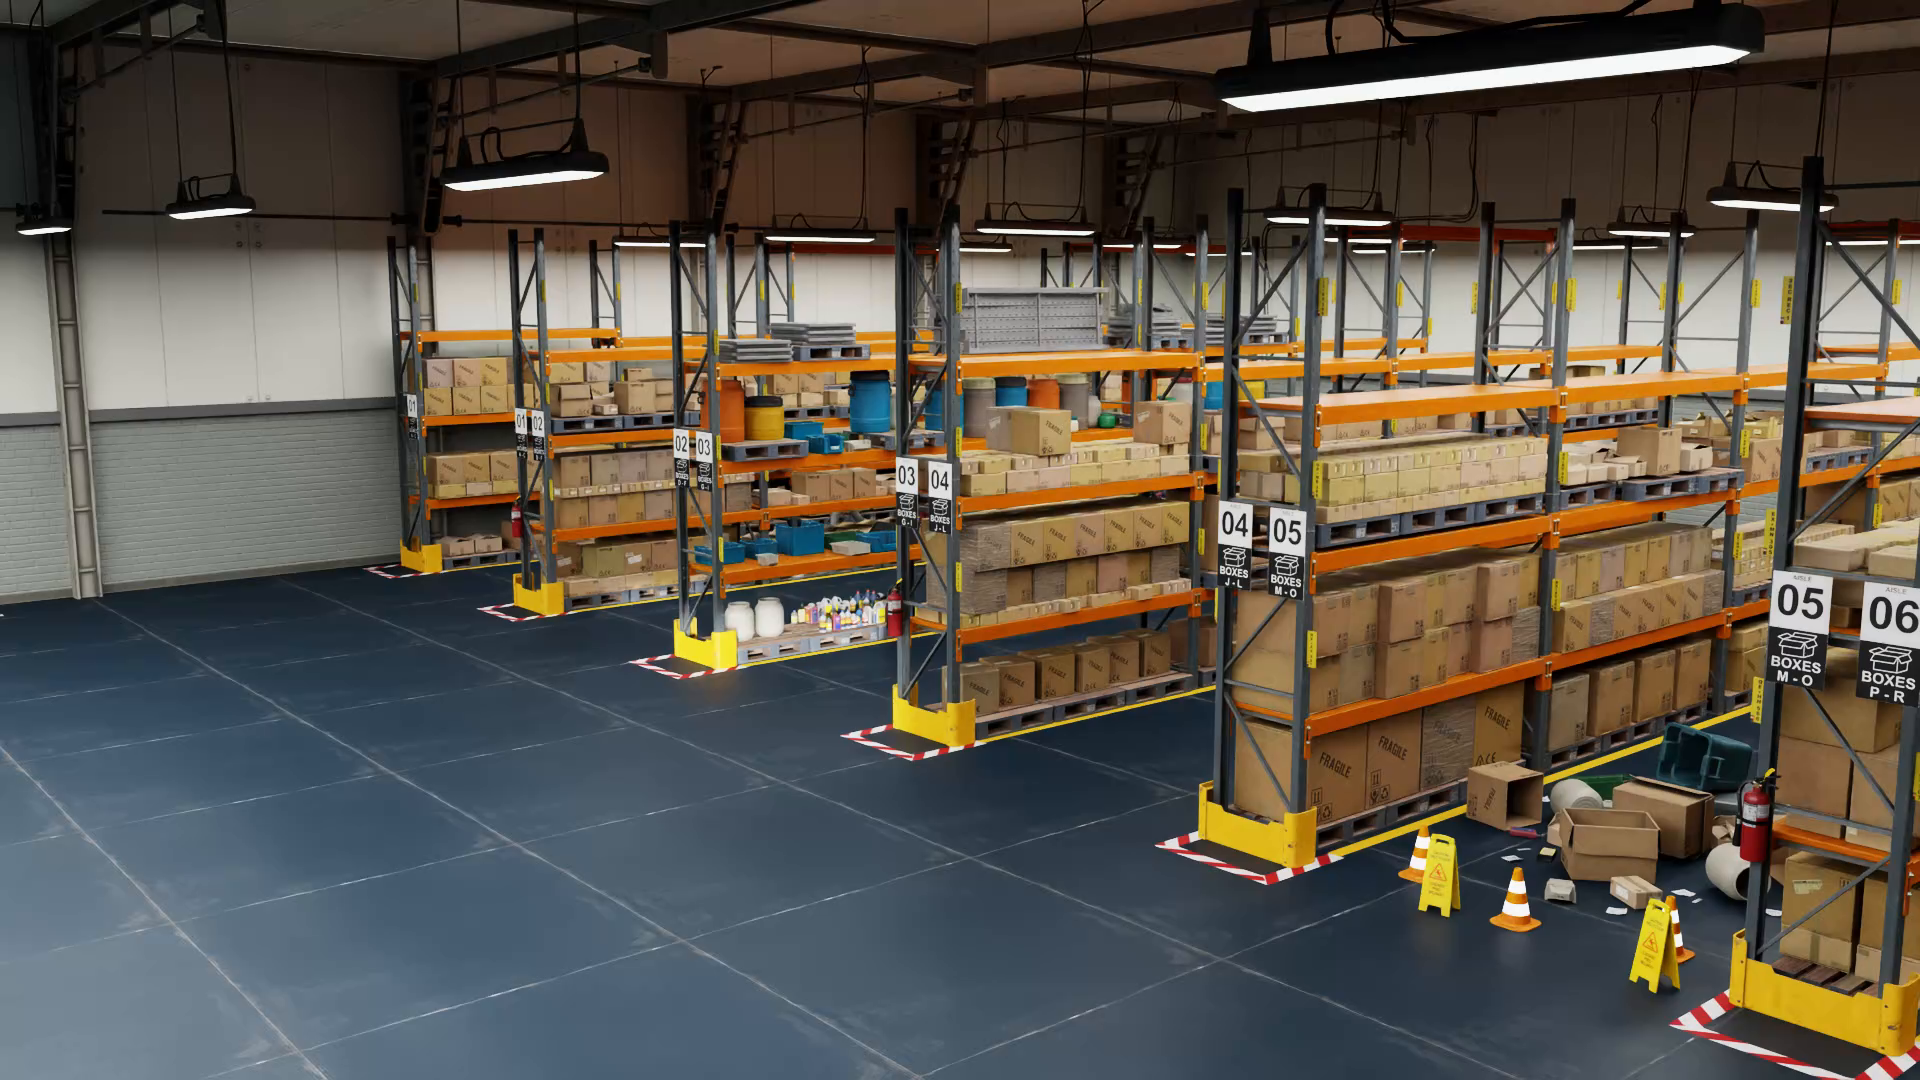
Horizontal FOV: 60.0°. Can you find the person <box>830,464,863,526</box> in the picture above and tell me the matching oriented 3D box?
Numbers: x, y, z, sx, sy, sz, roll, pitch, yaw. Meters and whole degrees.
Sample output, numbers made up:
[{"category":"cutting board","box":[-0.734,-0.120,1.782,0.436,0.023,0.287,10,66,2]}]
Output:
[{"category":"person","box":[-2.394,-0.879,34.086,0.568,1.599,1.052,8,12,41]}]
